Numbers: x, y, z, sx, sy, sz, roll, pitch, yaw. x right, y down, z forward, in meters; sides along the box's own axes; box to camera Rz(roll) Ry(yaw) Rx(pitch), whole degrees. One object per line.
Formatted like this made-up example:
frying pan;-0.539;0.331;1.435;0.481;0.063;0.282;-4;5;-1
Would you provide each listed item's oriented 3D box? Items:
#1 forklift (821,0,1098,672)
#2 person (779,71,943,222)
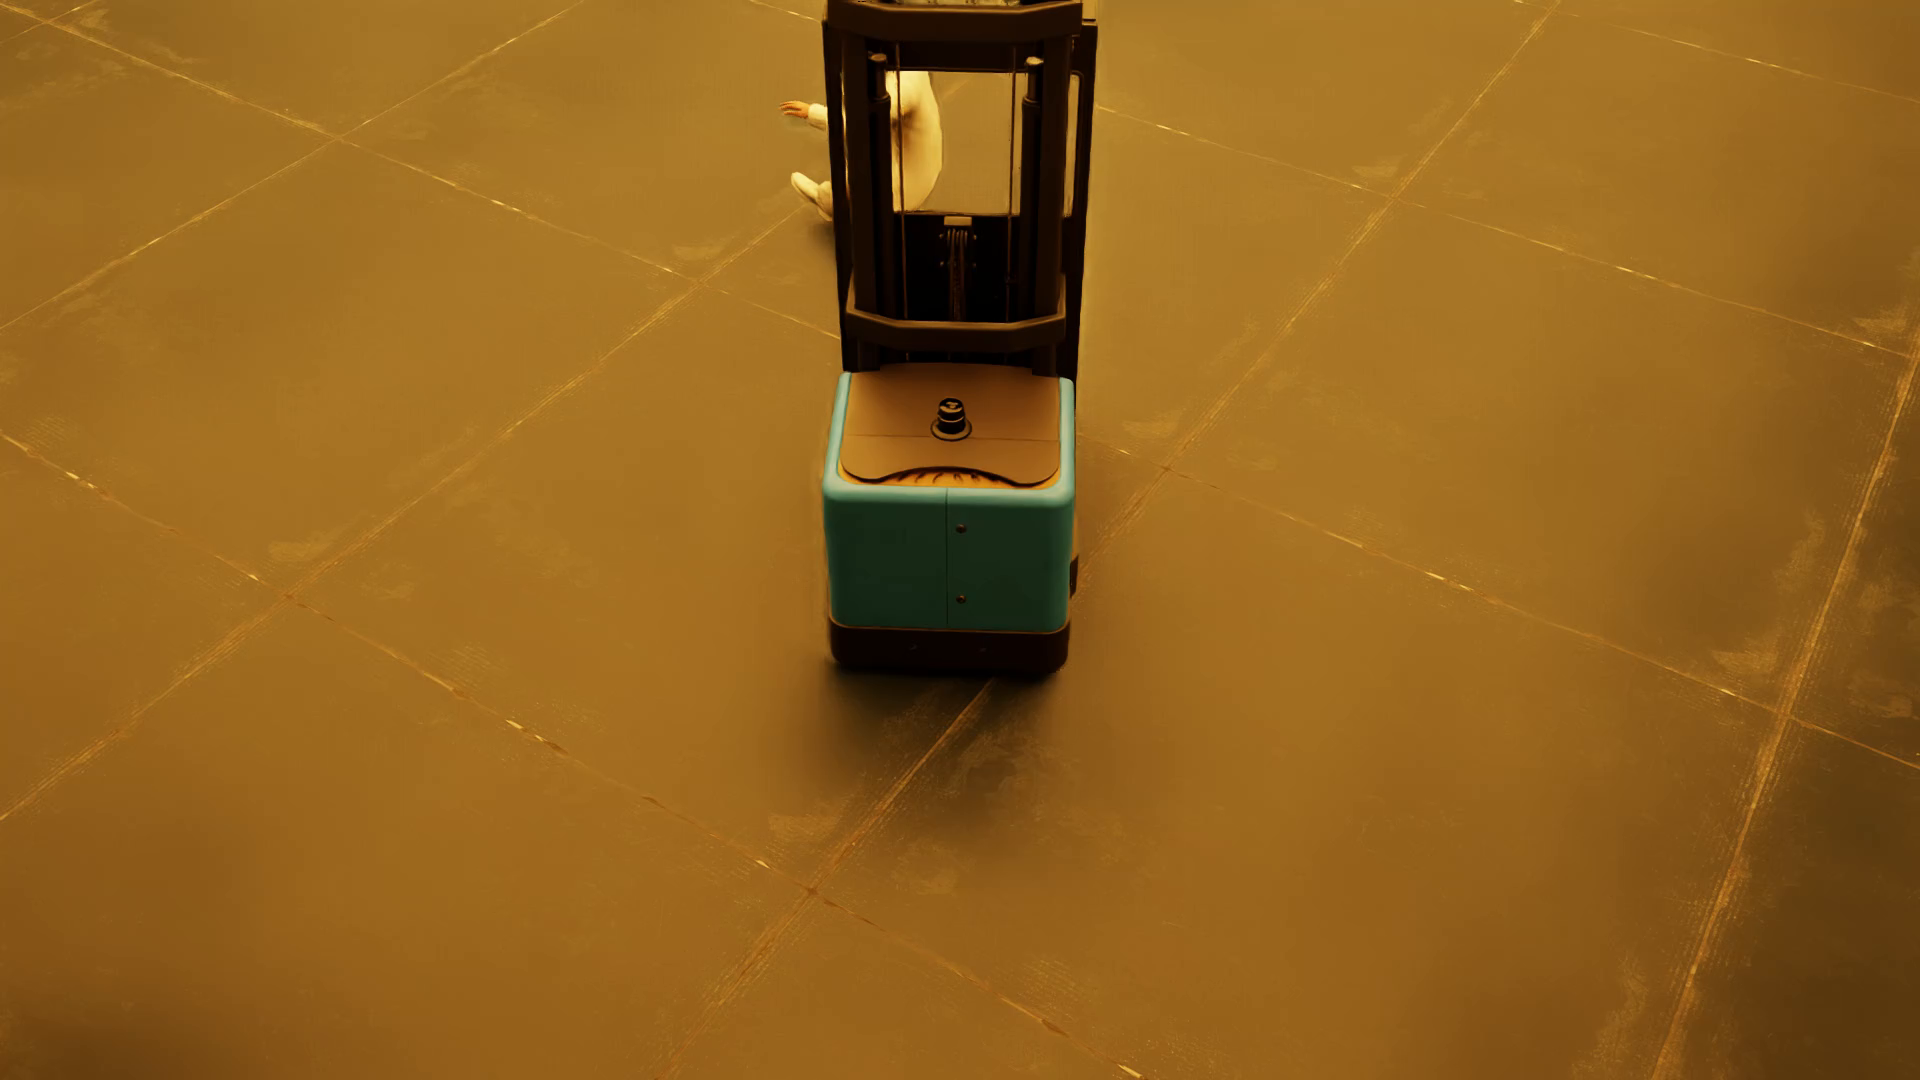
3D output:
forklift;0.011;-1.489;7.419;1.130;2.935;3.031;2;44;2
person;-0.549;-2.145;9.158;1.164;1.445;1.027;9;44;10
